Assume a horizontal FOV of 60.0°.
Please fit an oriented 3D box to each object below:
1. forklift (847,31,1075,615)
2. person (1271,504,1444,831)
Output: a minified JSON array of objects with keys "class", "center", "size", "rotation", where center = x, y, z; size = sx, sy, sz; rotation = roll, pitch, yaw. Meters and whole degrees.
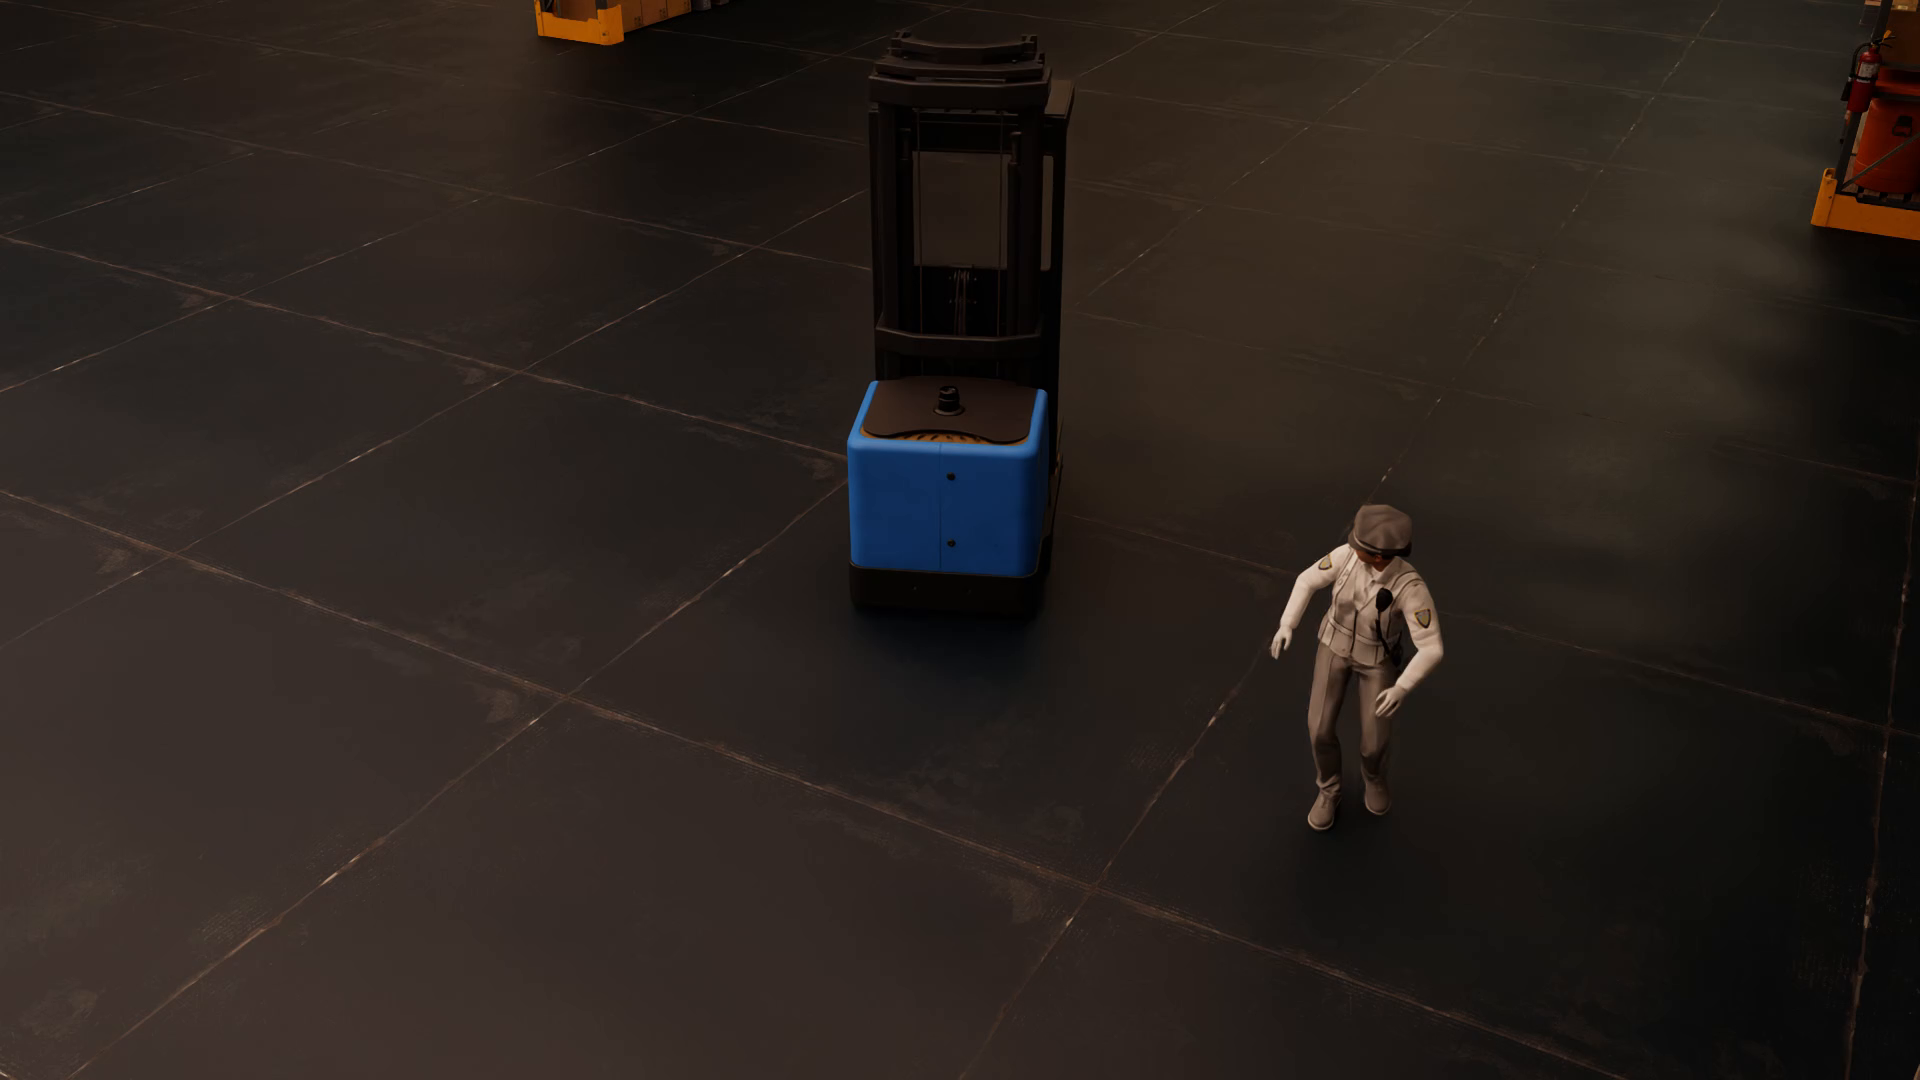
[{"class":"forklift","center":[0.072,-1.572,9.794],"size":[1.130,2.935,3.031],"rotation":[3,30,6]},{"class":"person","center":[1.754,0.590,7.399],"size":[0.742,1.594,0.667],"rotation":[15,33,25]}]
